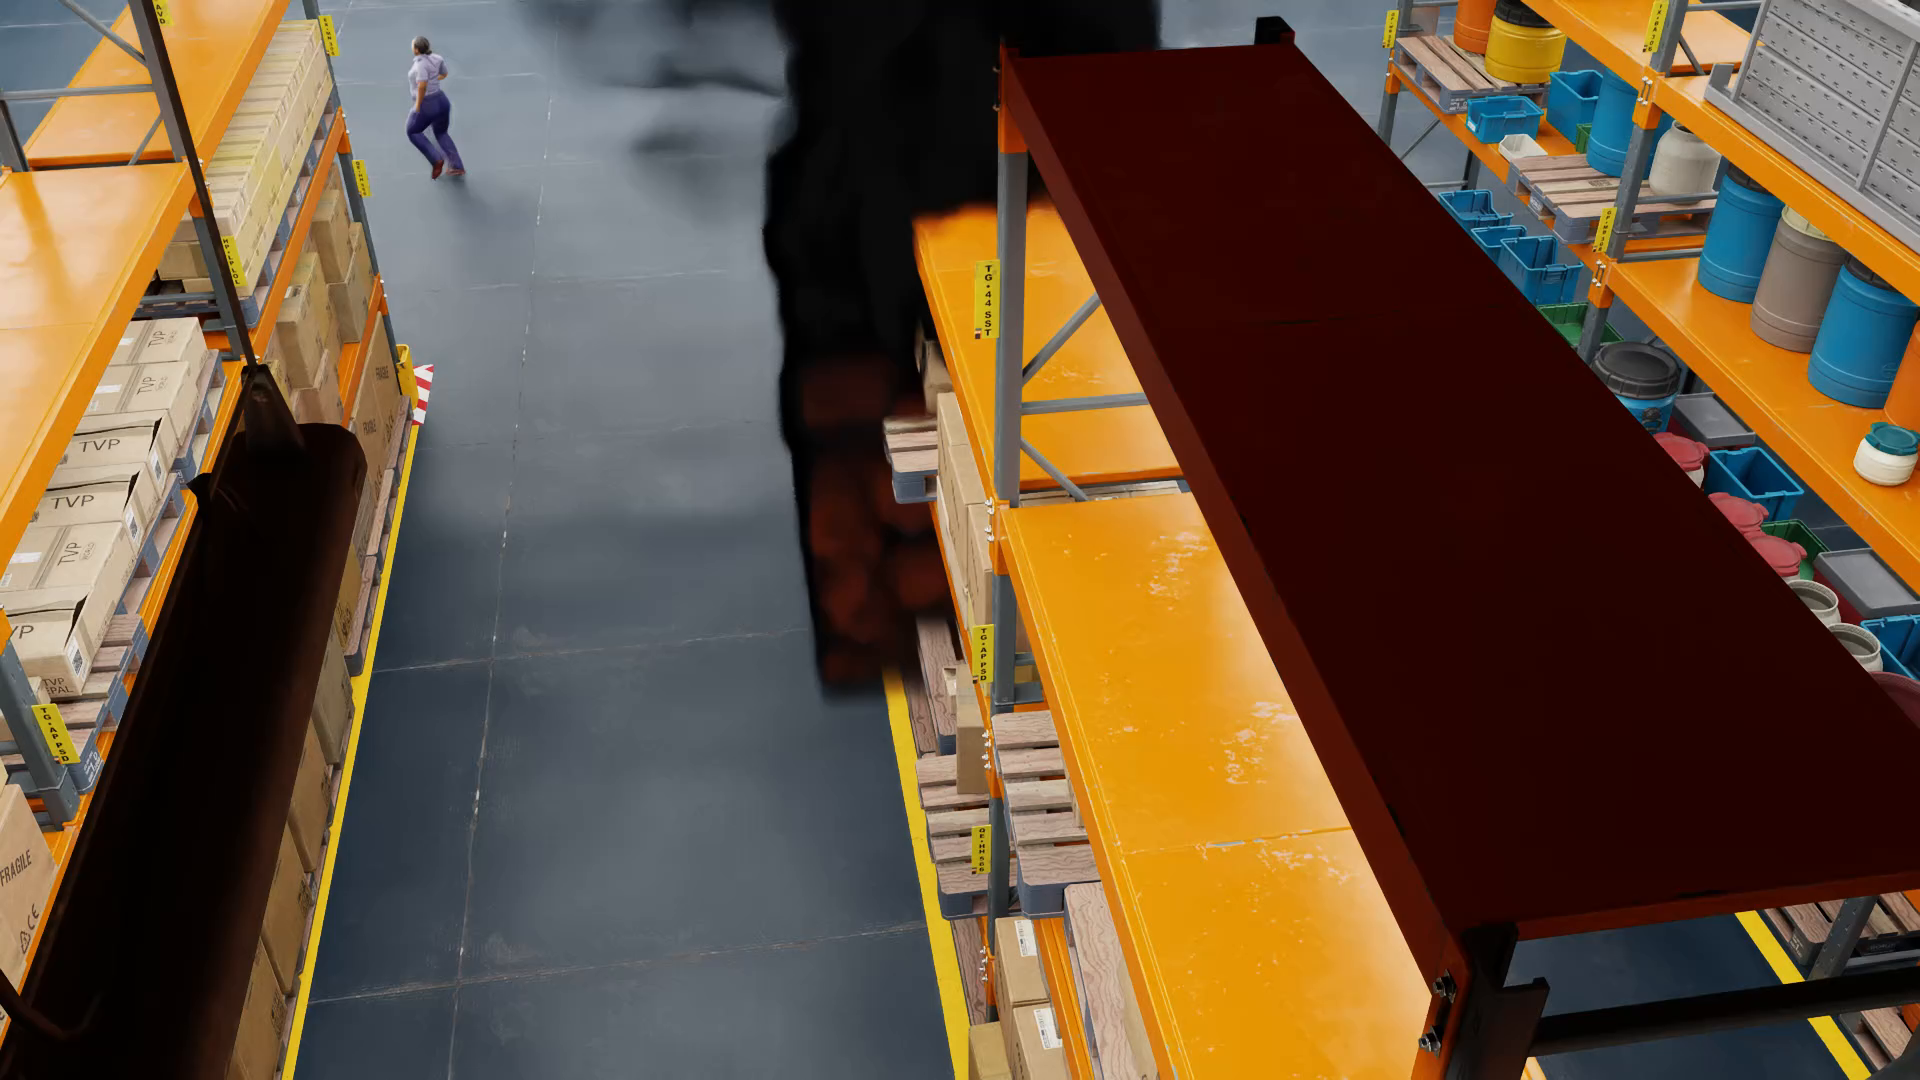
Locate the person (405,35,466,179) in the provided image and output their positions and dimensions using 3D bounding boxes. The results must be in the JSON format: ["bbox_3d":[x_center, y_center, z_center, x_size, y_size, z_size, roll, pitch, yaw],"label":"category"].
[{"bbox_3d":[-5.954,-4.855,18.693,0.604,1.630,0.667,15,39,19],"label":"person"}]
